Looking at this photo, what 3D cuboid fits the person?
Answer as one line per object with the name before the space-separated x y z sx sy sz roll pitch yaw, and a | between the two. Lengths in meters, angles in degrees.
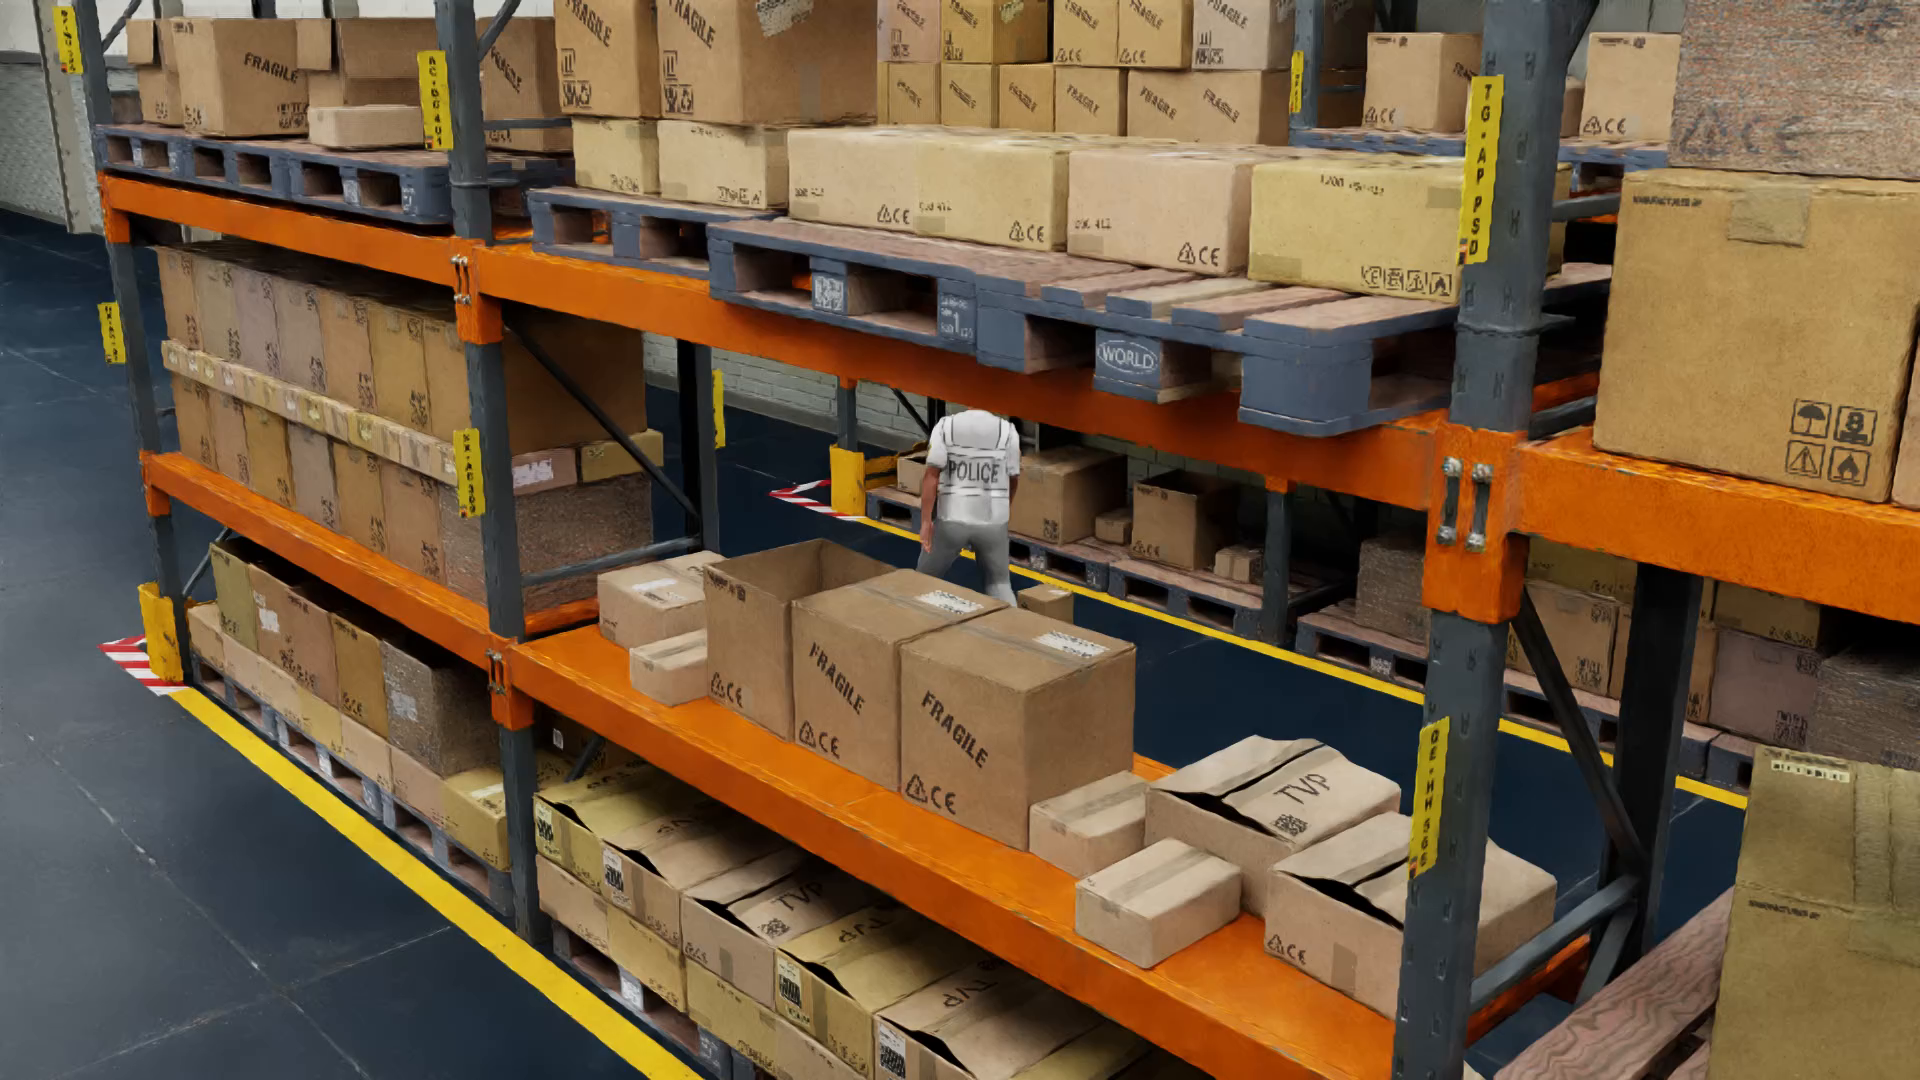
person | -0.005 -0.111 9.456 0.827 1.695 0.603 0 17 1
